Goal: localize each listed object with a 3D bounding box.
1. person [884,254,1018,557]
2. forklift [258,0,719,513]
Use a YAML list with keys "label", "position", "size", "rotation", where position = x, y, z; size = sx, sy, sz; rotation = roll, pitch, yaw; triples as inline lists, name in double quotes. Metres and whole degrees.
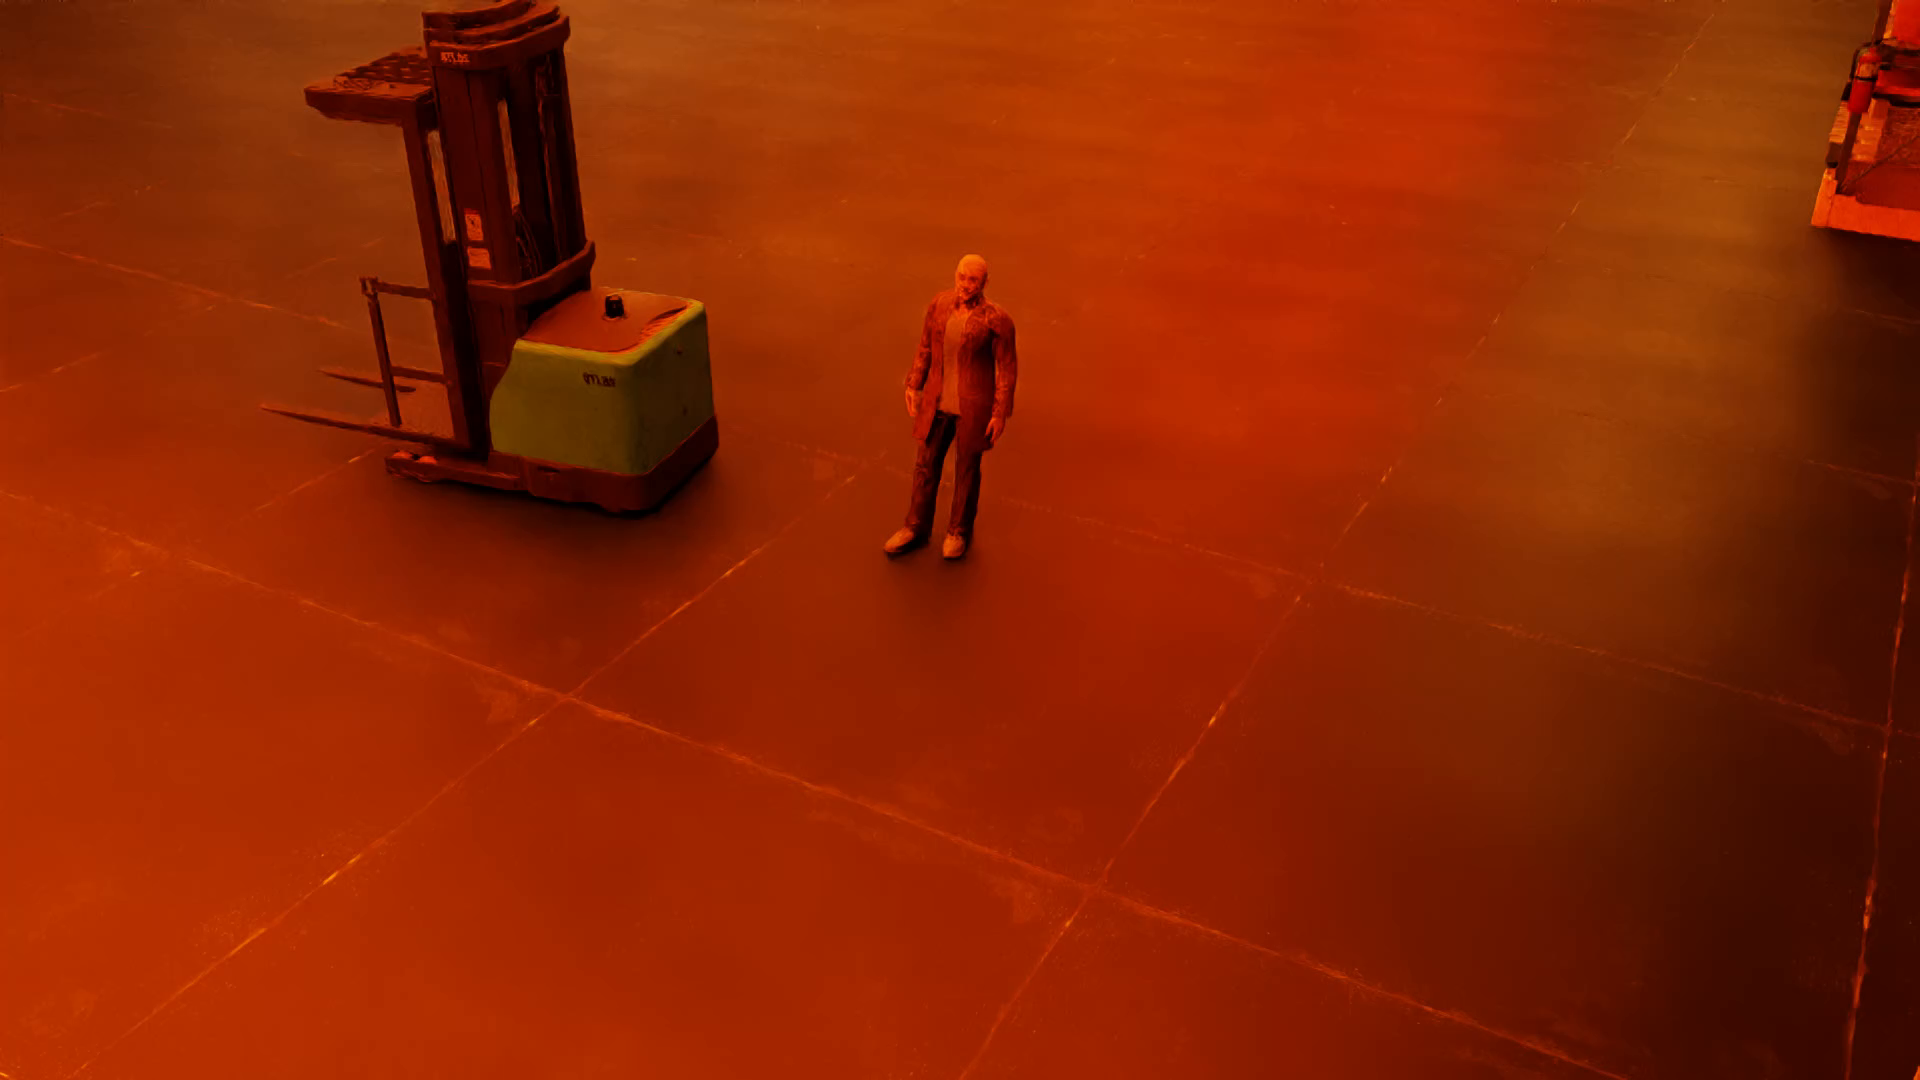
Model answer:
- label: "person"
  position: [-0.048, -0.738, 9.487]
  size: [0.694, 1.776, 0.580]
  rotation: [15, 33, 25]
- label: "forklift"
  position: [-3.157, -1.875, 10.320]
  size: [3.031, 2.935, 1.130]
  rotation: [10, 32, 17]
